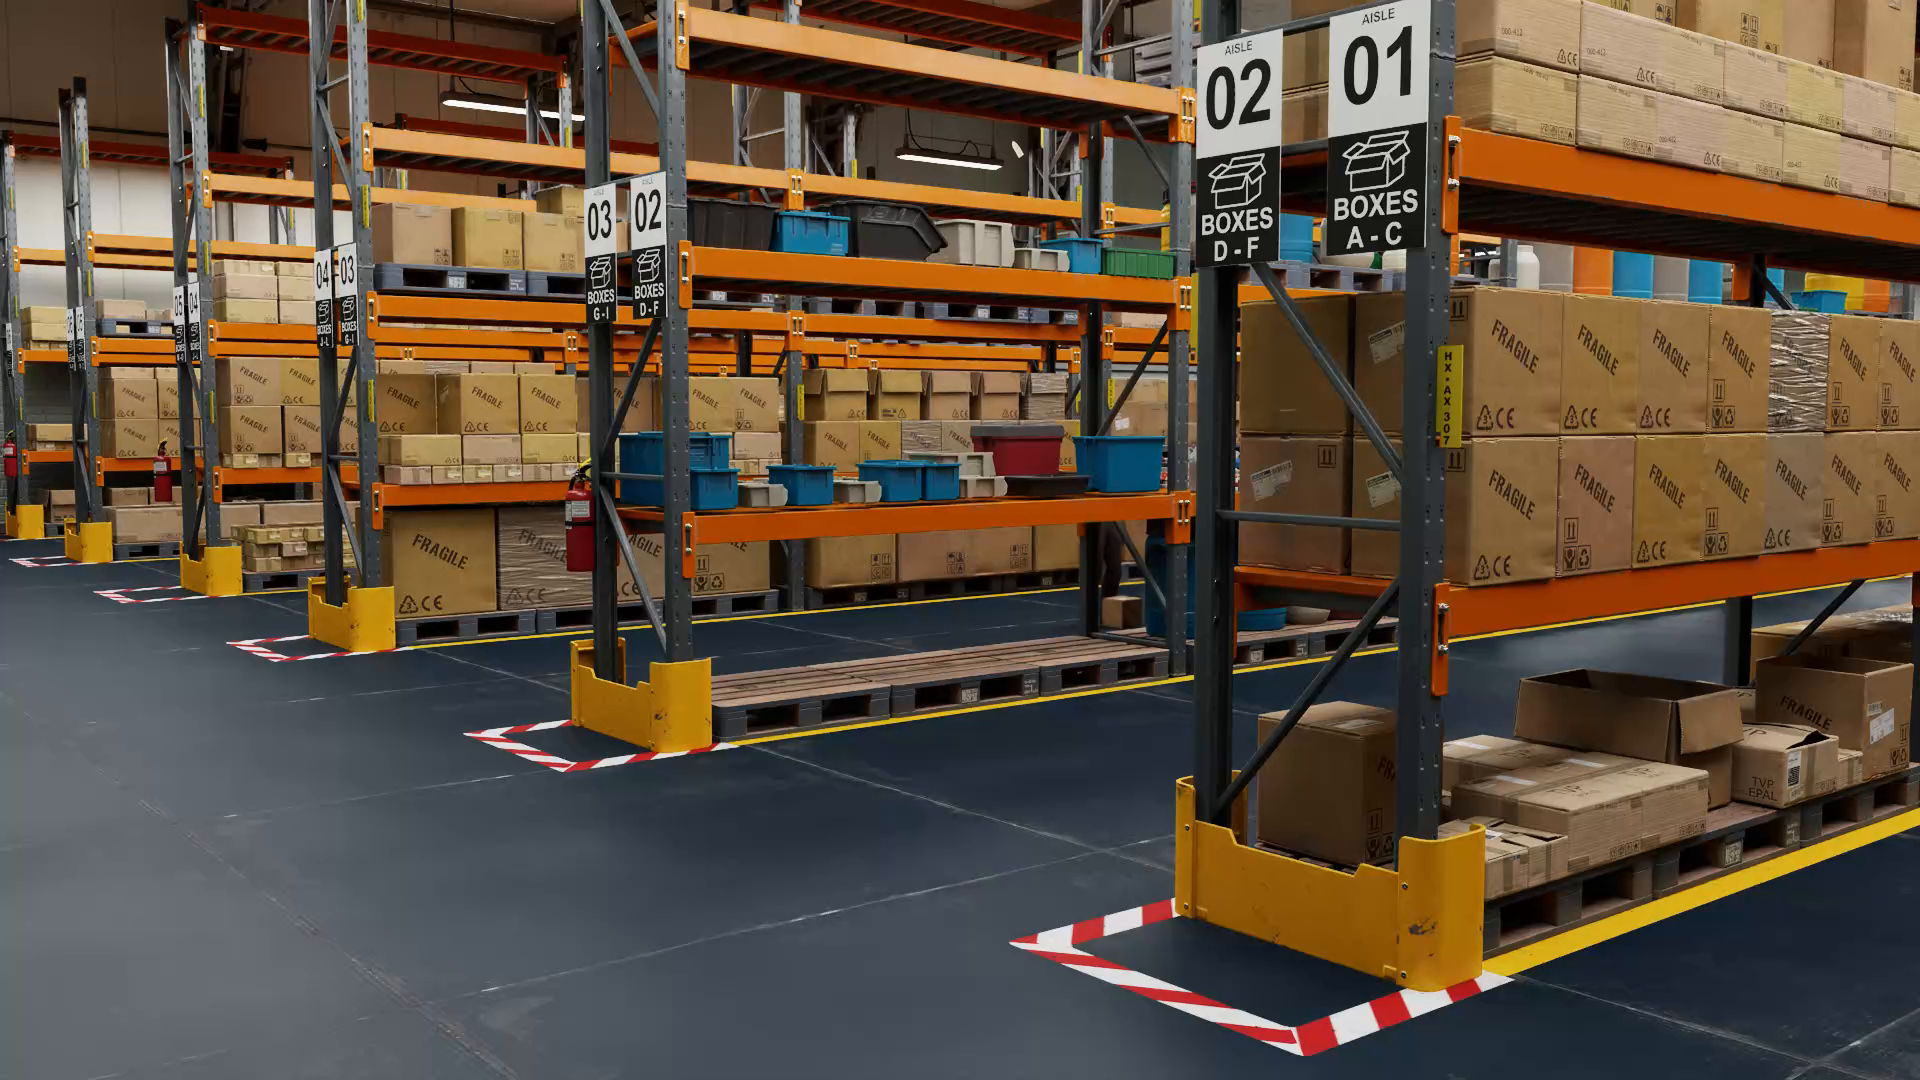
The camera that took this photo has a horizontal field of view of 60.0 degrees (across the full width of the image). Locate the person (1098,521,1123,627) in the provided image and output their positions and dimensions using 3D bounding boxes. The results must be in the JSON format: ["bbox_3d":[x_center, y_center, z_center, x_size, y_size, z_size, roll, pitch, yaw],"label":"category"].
[{"bbox_3d":[1.265,-0.074,14.753,0.512,1.653,0.347,-4,6,-41],"label":"person"}]
